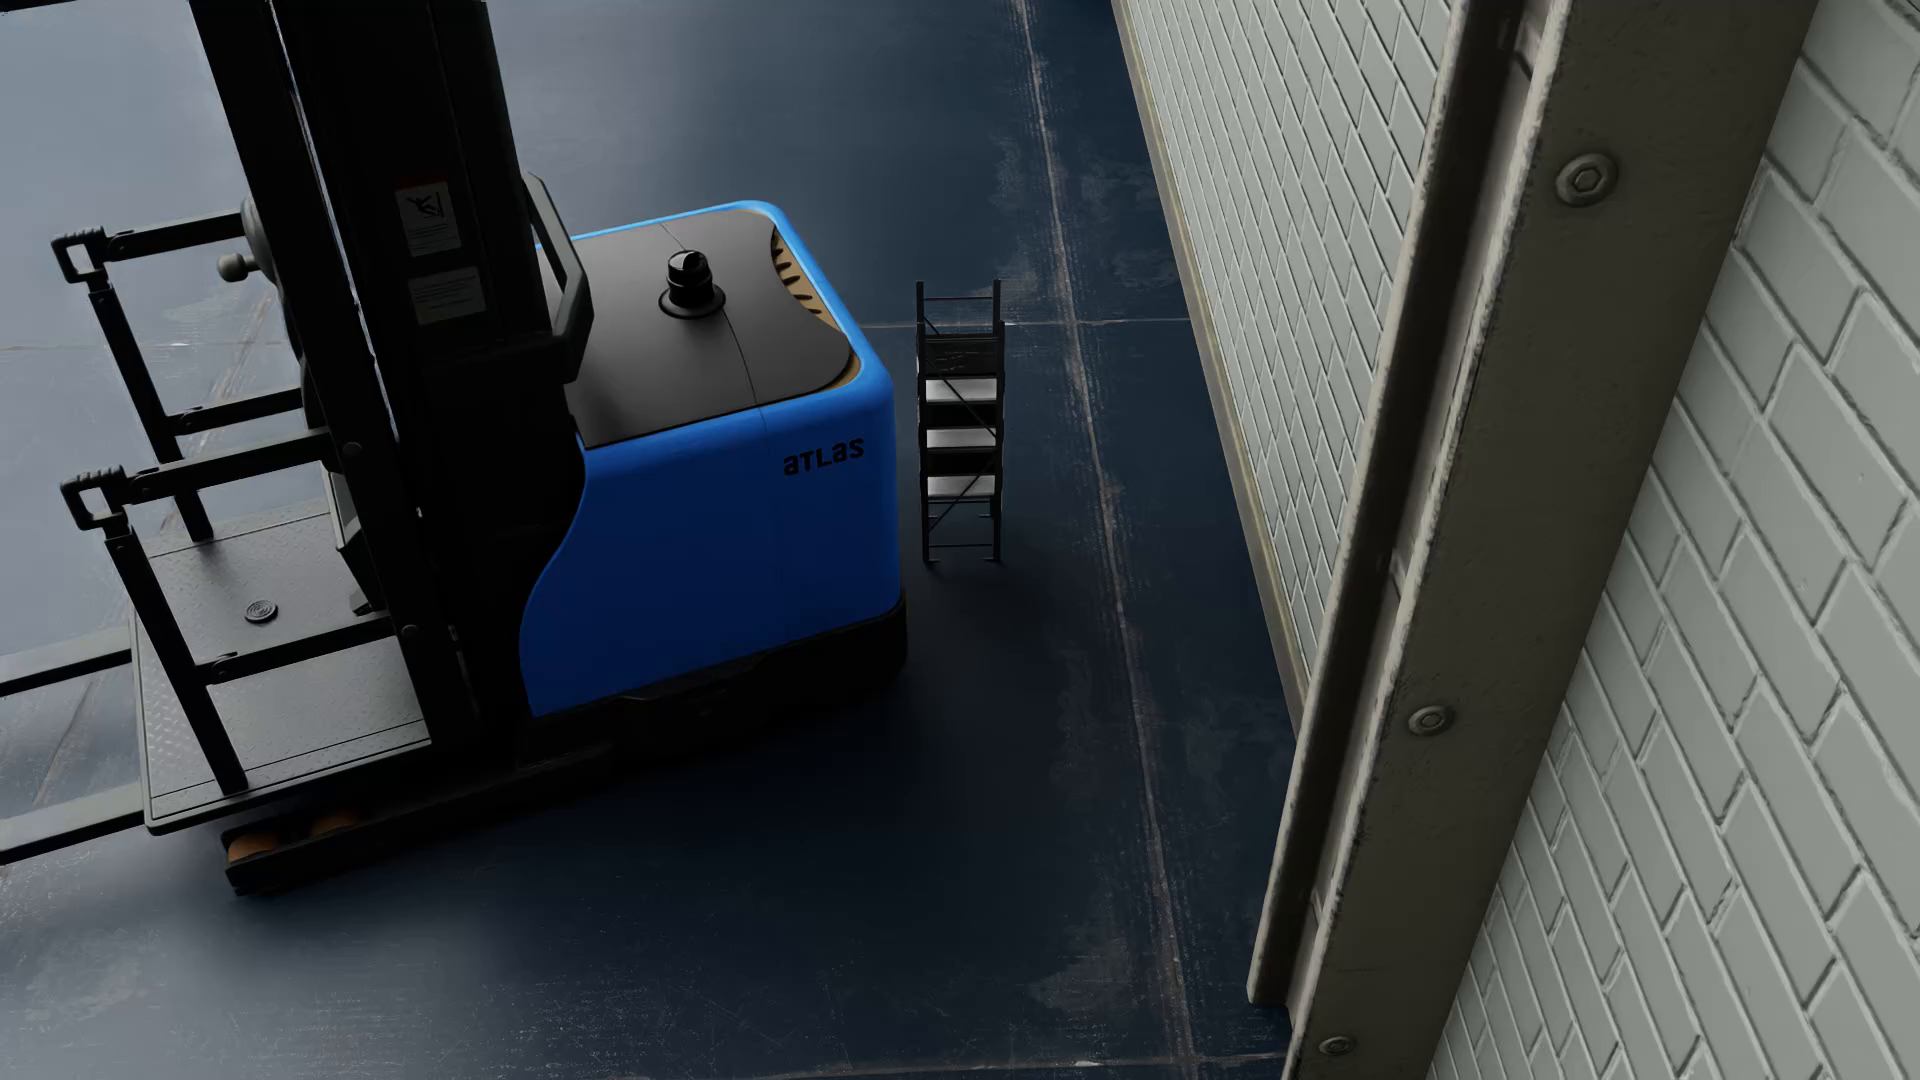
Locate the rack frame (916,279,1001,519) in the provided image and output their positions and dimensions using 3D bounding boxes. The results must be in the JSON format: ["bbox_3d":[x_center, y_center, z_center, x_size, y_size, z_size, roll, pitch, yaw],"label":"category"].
[{"bbox_3d":[-0.005,-0.406,5.027,0.240,0.900,0.006,-2,43,-2],"label":"rack frame"}]

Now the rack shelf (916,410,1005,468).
[{"bbox_3d":[0.000,-0.313,4.974,0.258,0.077,0.200,-2,43,-2],"label":"rack shelf"}]

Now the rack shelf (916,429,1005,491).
[{"bbox_3d":[0.000,-0.246,5.035,0.258,0.077,0.200,-2,43,-2],"label":"rack shelf"}]

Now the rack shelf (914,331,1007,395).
[{"bbox_3d":[0.000,-0.512,4.792,0.258,0.077,0.200,-2,43,-2],"label":"rack shelf"}]

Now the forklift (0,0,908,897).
[{"bbox_3d":[-1.717,-0.589,3.723,3.031,2.935,1.130,-16,45,-17],"label":"forklift"}]

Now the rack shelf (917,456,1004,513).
[{"bbox_3d":[0.000,-0.180,5.096,0.258,0.077,0.200,-2,43,-2],"label":"rack shelf"}]

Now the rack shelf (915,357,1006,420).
[{"bbox_3d":[0.000,-0.445,4.853,0.258,0.077,0.200,-2,43,-2],"label":"rack shelf"}]

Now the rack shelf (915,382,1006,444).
[{"bbox_3d":[0.000,-0.379,4.914,0.258,0.077,0.200,-2,43,-2],"label":"rack shelf"}]

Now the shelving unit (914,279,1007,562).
[{"bbox_3d":[0.000,-0.337,4.952,0.258,0.900,0.210,-2,43,-2],"label":"shelving unit"}]

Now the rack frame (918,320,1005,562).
[{"bbox_3d":[0.004,-0.269,4.877,0.240,0.900,0.006,-2,43,-2],"label":"rack frame"}]

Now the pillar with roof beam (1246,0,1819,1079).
[{"bbox_3d":[-3.439,-1.980,0.750,9.100,9.000,0.400,-2,43,-2],"label":"pillar with roof beam"}]
